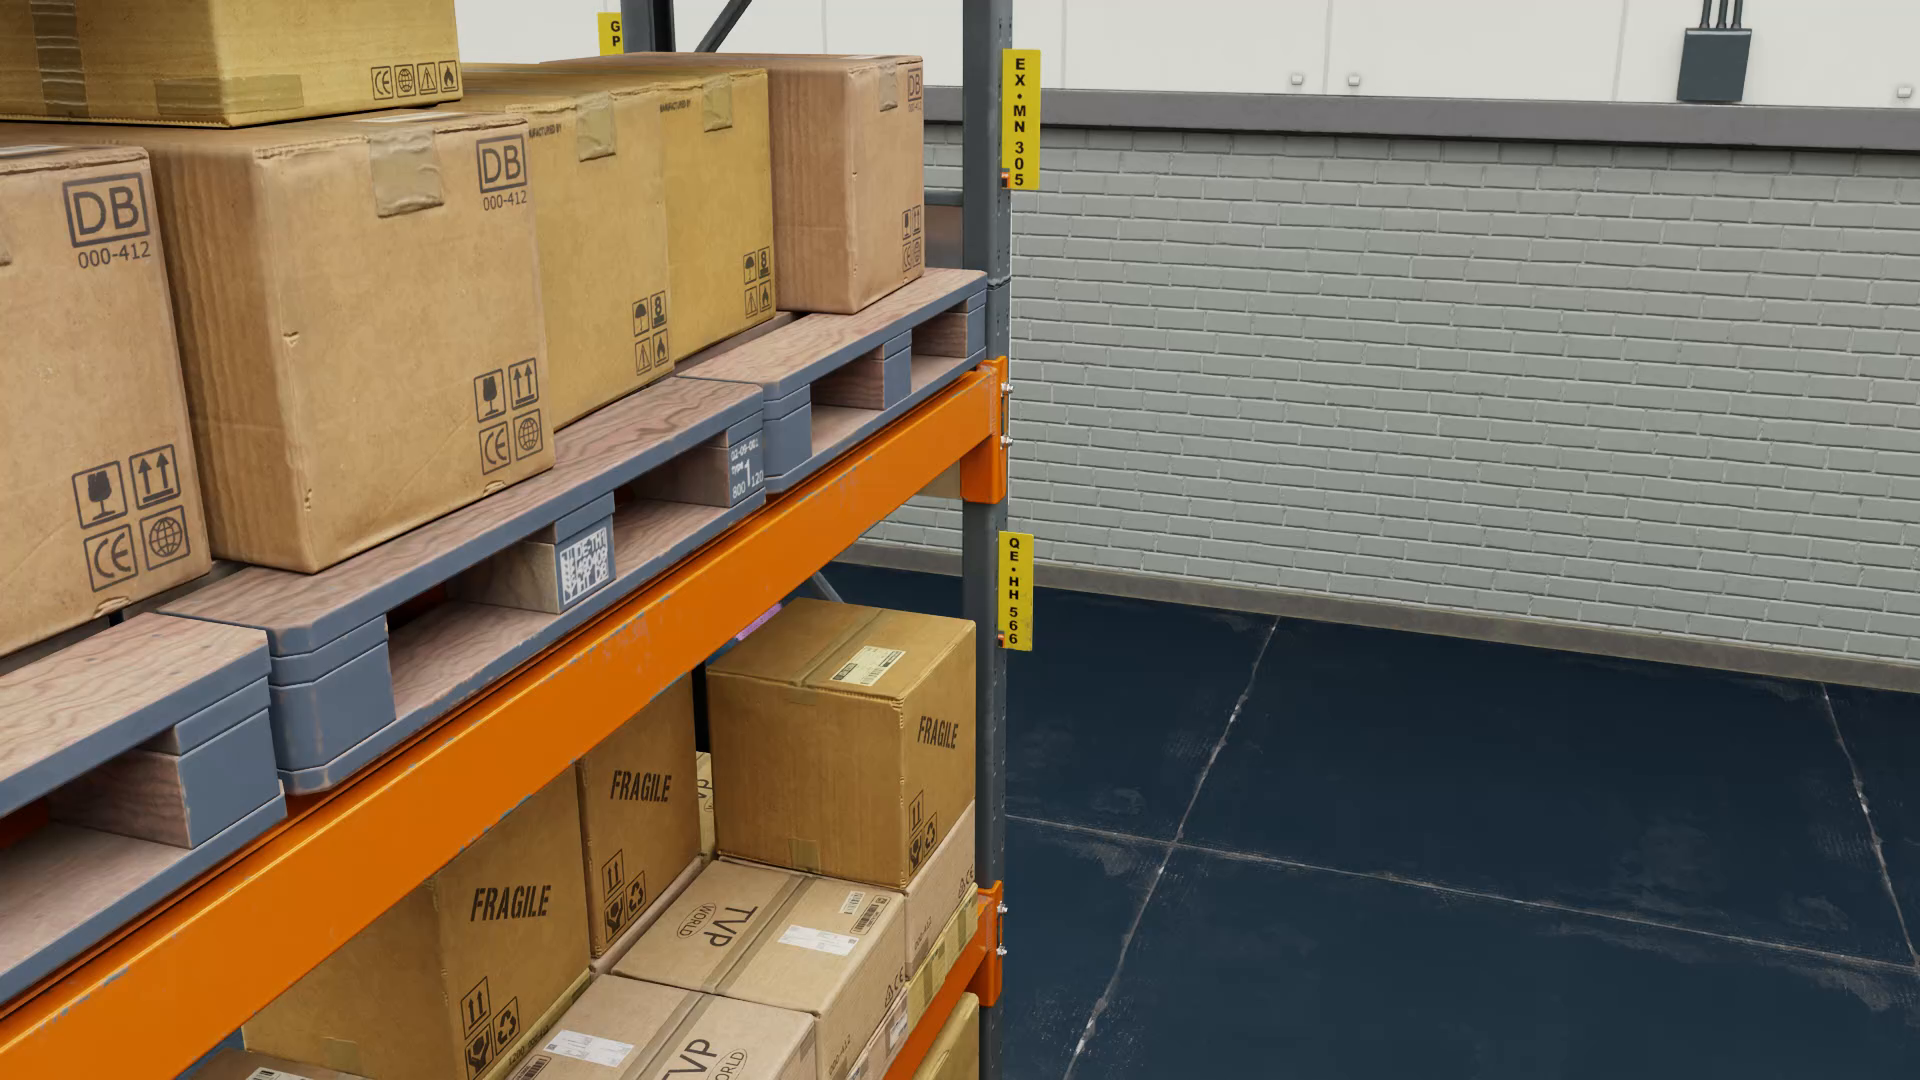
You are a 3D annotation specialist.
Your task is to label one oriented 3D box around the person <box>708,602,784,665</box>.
[{"bbox_3d":[-1.287,0.618,8.393,0.853,0.873,0.425,5,20,16],"label":"person"}]
